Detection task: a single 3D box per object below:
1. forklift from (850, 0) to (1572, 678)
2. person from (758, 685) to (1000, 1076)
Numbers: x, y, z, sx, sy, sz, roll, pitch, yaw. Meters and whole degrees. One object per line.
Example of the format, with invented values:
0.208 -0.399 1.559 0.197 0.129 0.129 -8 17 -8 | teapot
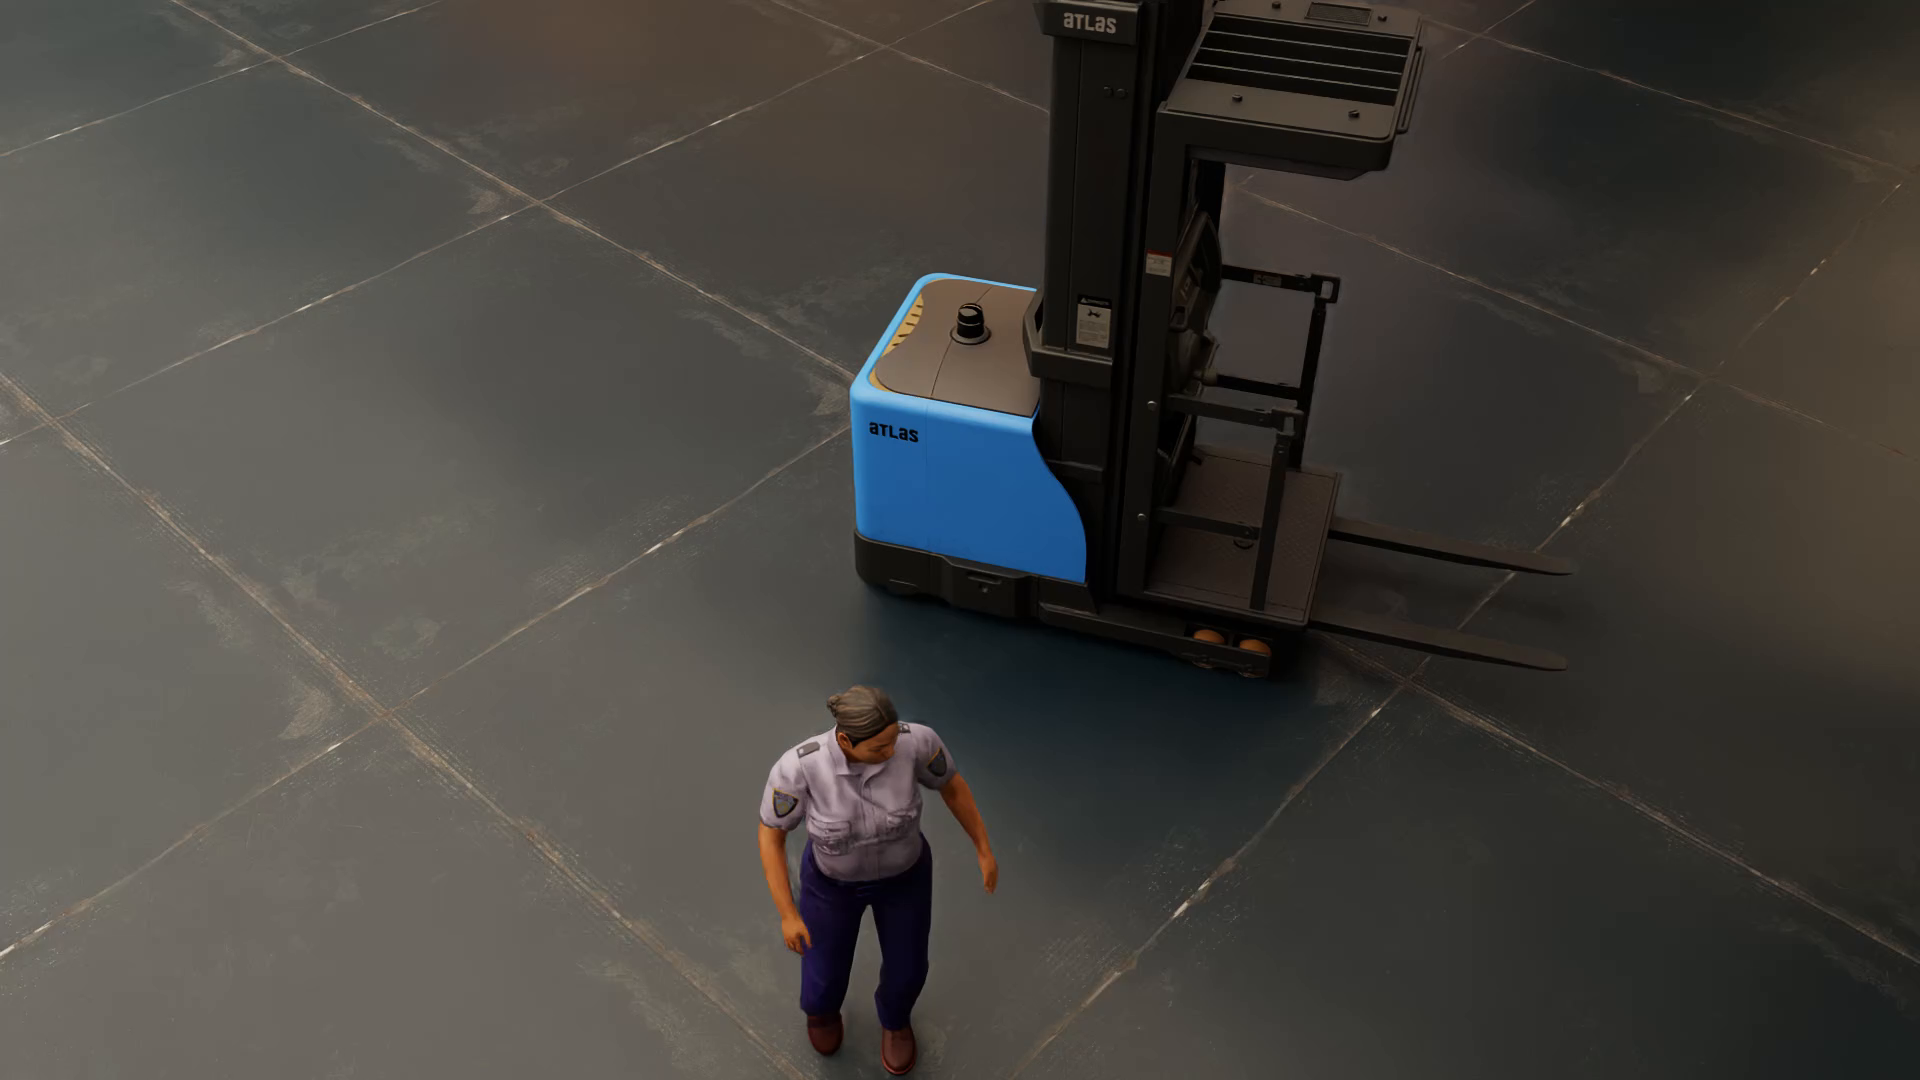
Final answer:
1.109 -0.921 6.502 3.031 2.935 1.130 12 42 13 | forklift
-0.240 1.087 5.185 0.732 1.634 0.451 -5 41 -6 | person
